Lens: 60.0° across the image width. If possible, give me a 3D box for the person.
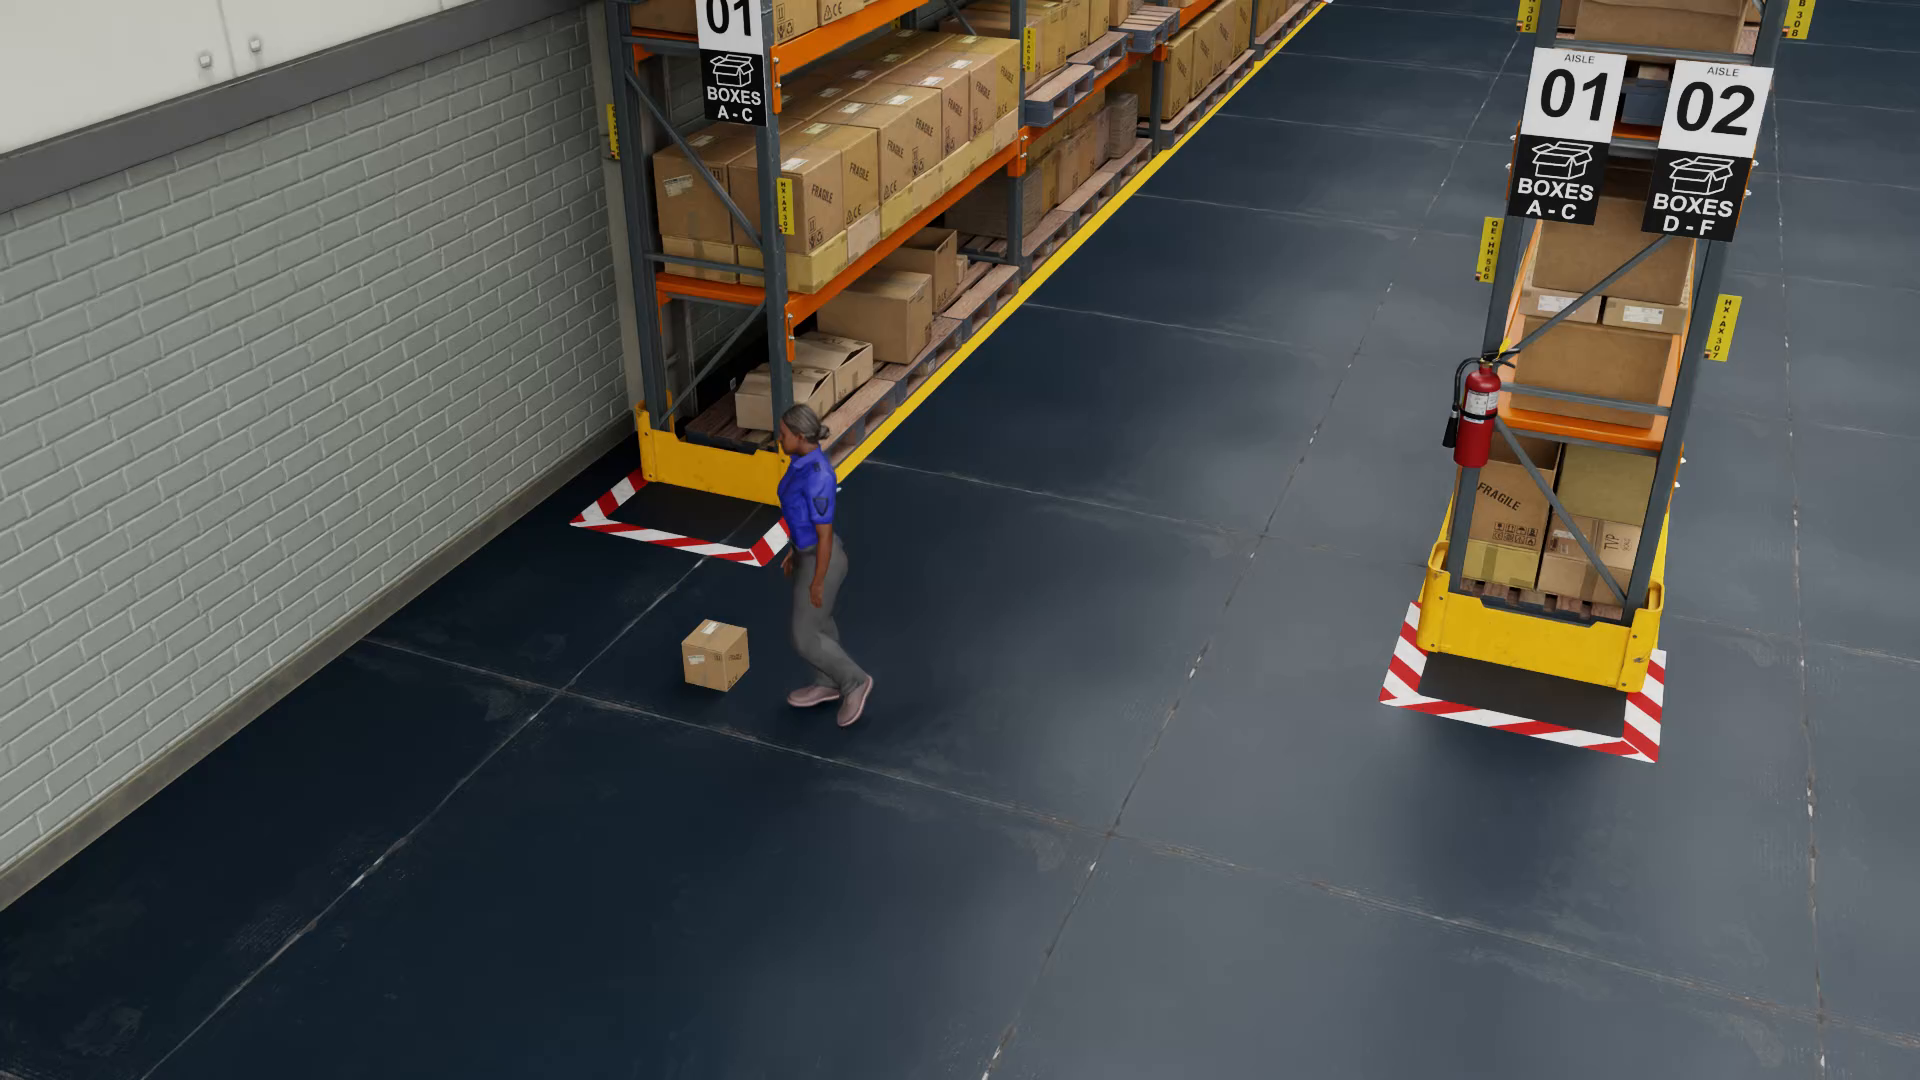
[{"bbox_3d":[-0.686,0.084,8.147,0.383,1.586,0.477,-6,30,-11],"label":"person"}]
